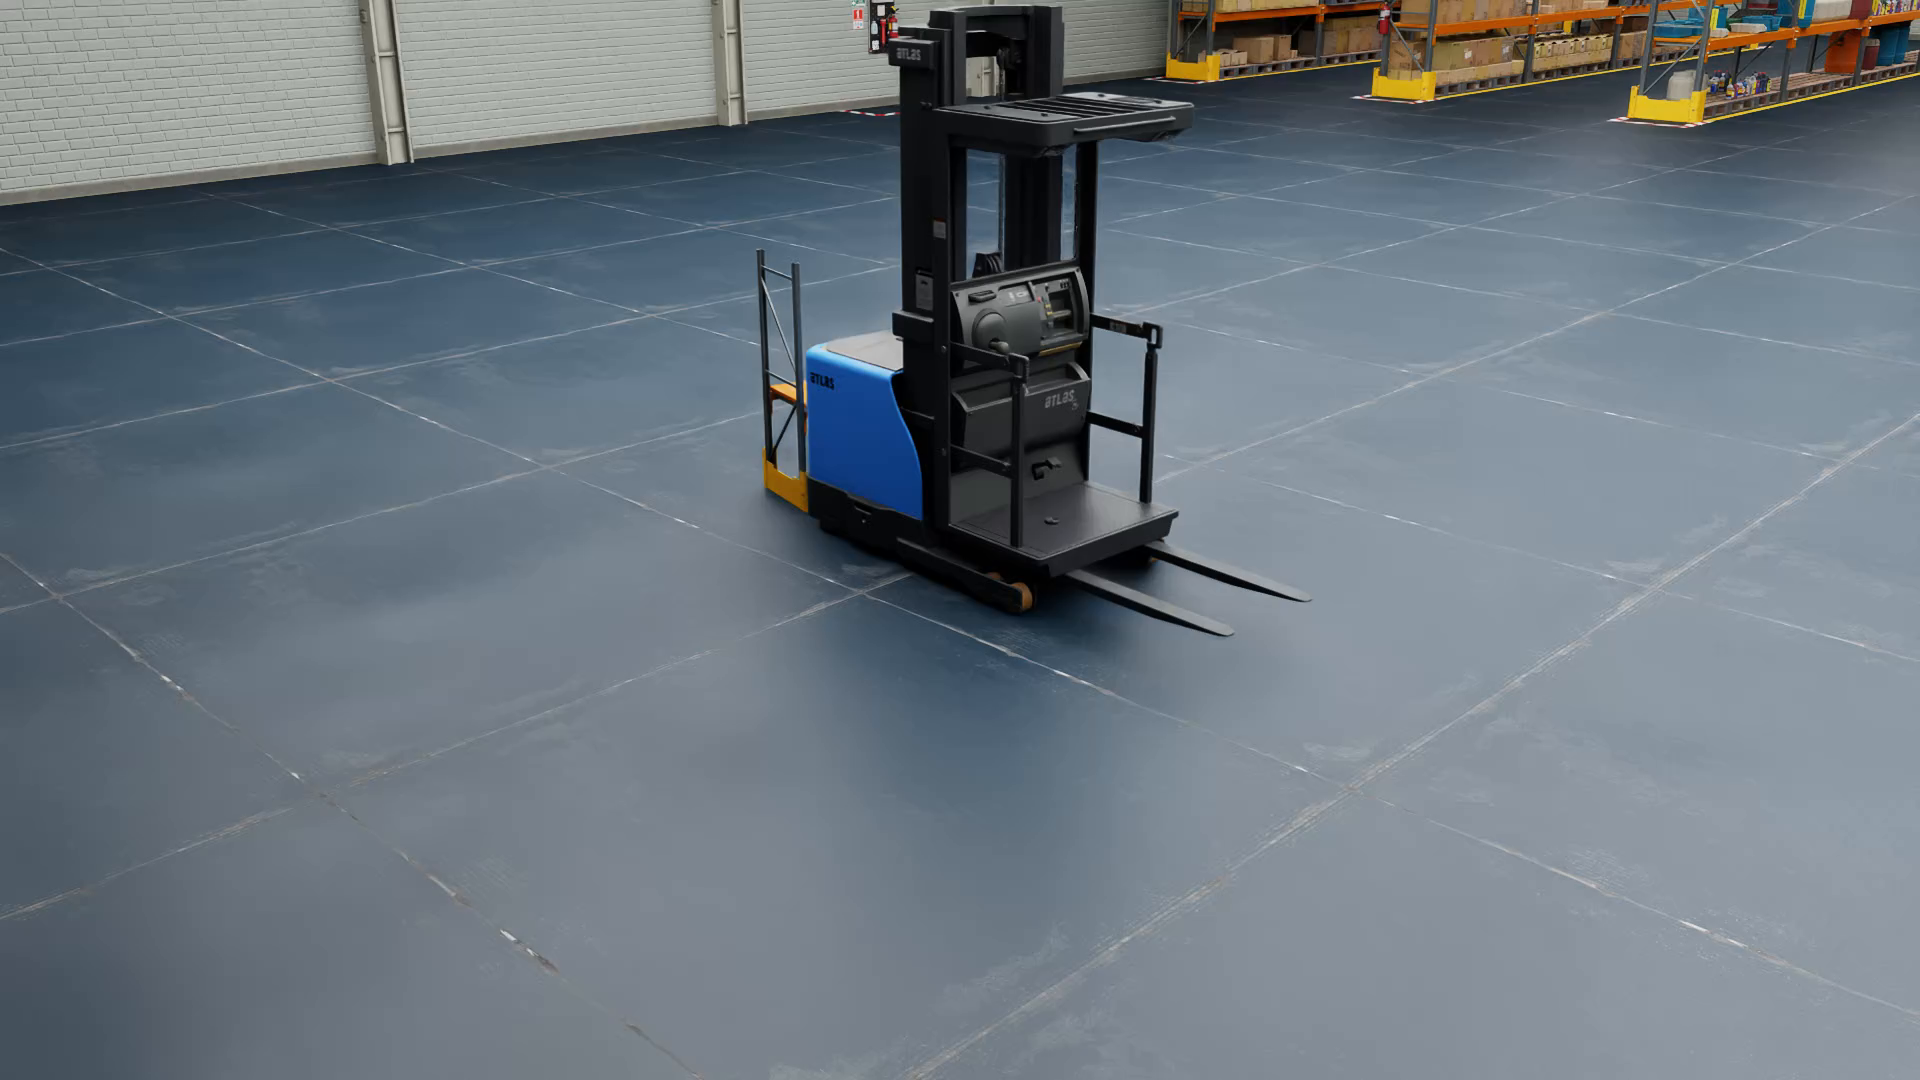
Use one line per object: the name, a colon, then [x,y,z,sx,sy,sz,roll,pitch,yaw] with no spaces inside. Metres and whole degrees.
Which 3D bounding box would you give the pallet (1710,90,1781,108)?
pallet: [14.145,-8.027,30.163,1.003,0.211,1.213,19,28,41]

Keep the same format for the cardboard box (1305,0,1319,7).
cardboard box: [7.432,-11.712,36.045,0.500,0.250,0.500,19,28,41]

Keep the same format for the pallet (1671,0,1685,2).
pallet: [16.042,-12.520,38.234,1.003,0.211,1.213,19,28,41]

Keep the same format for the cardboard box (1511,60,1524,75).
cardboard box: [10.930,-9.470,33.279,0.500,0.250,0.500,19,28,41]

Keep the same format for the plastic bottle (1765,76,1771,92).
plastic bottle: [14.544,-8.222,29.957,0.133,0.283,0.061,-18,28,-39]

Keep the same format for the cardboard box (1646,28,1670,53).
cardboard box: [15.838,-11.374,37.856,0.500,0.500,0.500,20,29,41]

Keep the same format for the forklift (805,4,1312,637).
forklift: [0.472,-1.191,8.587,1.130,2.935,3.031,-18,28,-39]

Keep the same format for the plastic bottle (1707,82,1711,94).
plastic bottle: [13.342,-8.061,29.654,0.097,0.201,0.097,0,21,0]

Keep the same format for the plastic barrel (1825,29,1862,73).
plastic barrel: [17.763,-9.832,33.413,0.600,0.830,0.708,19,28,41]

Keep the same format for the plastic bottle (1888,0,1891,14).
plastic bottle: [18.713,-10.749,33.540,0.097,0.271,0.097,0,21,0]

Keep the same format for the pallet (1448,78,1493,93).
pallet: [9.661,-8.921,32.489,1.003,0.211,1.213,19,28,41]

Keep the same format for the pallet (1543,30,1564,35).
pallet: [15.415,-13.528,44.476,1.003,0.211,1.213,19,28,41]

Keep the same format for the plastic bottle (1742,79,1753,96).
plastic bottle: [13.925,-8.014,29.426,0.135,0.276,0.152,-20,28,-41]

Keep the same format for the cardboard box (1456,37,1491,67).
cardboard box: [9.888,-9.433,32.137,0.500,0.500,0.500,19,28,41]

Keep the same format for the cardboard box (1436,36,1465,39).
cardboard box: [9.504,-9.567,32.486,0.500,0.500,0.500,19,28,41]

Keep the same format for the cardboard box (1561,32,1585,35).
cardboard box: [13.312,-10.873,36.147,0.500,0.311,0.500,-19,28,-40]

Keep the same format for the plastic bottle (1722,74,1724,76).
plastic bottle: [13.901,-8.362,30.333,0.135,0.276,0.152,-19,28,-40]

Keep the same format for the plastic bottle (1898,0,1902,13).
plastic bottle: [19.190,-10.922,33.971,0.061,0.283,0.133,19,28,41]

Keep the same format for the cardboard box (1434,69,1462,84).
cardboard box: [9.186,-8.827,31.606,0.500,0.250,0.500,19,28,41]

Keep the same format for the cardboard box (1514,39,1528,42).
cardboard box: [11.533,-10.217,34.440,0.500,0.311,0.500,-19,28,-41]

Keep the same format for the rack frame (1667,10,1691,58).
rack frame: [16.678,-12.788,38.663,1.000,3.000,0.127,19,28,41]

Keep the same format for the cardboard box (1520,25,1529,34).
cardboard box: [14.434,-13.482,43.369,0.500,0.500,0.700,-19,28,-41]

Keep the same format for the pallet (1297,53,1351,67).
pallet: [8.087,-10.869,37.558,1.003,0.211,1.213,19,28,41]

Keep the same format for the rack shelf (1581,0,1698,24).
rack shelf: [15.283,-11.938,37.455,1.077,0.370,4.000,19,28,41]

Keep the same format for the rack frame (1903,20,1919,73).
rack frame: [20.224,-11.547,35.435,1.000,3.000,0.127,19,28,41]

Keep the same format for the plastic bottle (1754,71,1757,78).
plastic bottle: [14.297,-8.258,29.957,0.144,0.351,0.185,19,28,41]

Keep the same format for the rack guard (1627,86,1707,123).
rack guard: [11.872,-7.327,27.940,1.175,0.500,0.348,19,28,41]

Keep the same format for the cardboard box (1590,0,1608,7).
cardboard box: [13.602,-11.635,35.789,0.500,0.311,0.500,-18,27,-39]

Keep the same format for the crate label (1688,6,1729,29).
crate label: [12.943,-9.020,28.811,0.502,0.435,0.616,19,28,41]

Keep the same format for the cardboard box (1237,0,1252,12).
cardboard box: [5.675,-11.064,34.361,0.500,0.250,0.500,18,28,39]

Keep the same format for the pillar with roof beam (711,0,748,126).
pillar with roof beam: [-0.663,-9.976,22.988,9.100,9.000,0.400,19,28,41]

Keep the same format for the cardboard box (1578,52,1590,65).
cardboard box: [12.985,-10.214,35.214,0.500,0.250,0.500,-19,28,-41]

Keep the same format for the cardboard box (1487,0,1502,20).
cardboard box: [10.076,-10.397,32.304,0.500,0.500,0.700,-20,28,-41]

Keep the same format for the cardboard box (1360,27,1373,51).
cardboard box: [9.102,-11.601,38.446,0.700,0.500,0.500,19,28,40]

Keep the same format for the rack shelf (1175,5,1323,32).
rack shelf: [6.150,-11.120,35.328,1.077,0.370,4.000,19,28,41]

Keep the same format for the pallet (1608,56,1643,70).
pallet: [14.435,-10.640,36.963,1.003,0.211,1.213,19,28,41]

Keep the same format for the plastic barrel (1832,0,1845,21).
plastic barrel: [16.575,-10.145,31.631,0.421,0.512,0.421,0,21,0]

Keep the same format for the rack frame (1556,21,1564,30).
rack frame: [15.916,-15.055,44.562,1.000,3.000,0.127,19,28,41]

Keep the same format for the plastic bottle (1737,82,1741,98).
plastic bottle: [13.580,-7.870,29.059,0.097,0.271,0.097,0,21,0]

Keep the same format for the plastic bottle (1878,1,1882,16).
plastic bottle: [18.290,-10.610,33.171,0.152,0.276,0.135,19,28,41]

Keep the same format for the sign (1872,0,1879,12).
sign: [17.833,-10.459,32.377,0.100,0.325,0.005,19,28,41]

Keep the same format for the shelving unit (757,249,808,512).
shelving unit: [-0.629,-1.058,10.237,1.083,1.500,0.587,-13,24,-30]

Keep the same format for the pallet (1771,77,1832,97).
pallet: [16.015,-8.716,31.956,1.003,0.211,1.213,19,28,41]

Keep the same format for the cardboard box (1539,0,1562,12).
cardboard box: [12.012,-11.107,34.150,0.500,0.500,0.500,-18,27,-38]

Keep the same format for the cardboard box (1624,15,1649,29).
cardboard box: [15.468,-11.856,38.065,0.500,0.250,0.500,19,28,41]

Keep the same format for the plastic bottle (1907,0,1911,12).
plastic bottle: [19.574,-11.083,34.402,0.152,0.276,0.135,19,28,41]

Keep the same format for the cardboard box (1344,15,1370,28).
cardboard box: [9.073,-11.924,38.243,0.500,0.250,0.500,19,28,40]

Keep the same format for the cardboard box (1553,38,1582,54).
cardboard box: [12.635,-10.345,34.774,0.500,0.311,0.500,-19,28,-41]

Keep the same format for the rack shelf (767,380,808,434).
rack shelf: [-0.636,-0.889,10.297,1.000,0.185,0.538,-13,24,-30]

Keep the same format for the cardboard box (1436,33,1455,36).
cardboard box: [11.558,-12.571,40.510,0.750,0.750,0.750,19,28,40]

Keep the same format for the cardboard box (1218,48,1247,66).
cardboard box: [5.700,-10.194,35.050,0.500,0.311,0.500,-17,27,-38]
